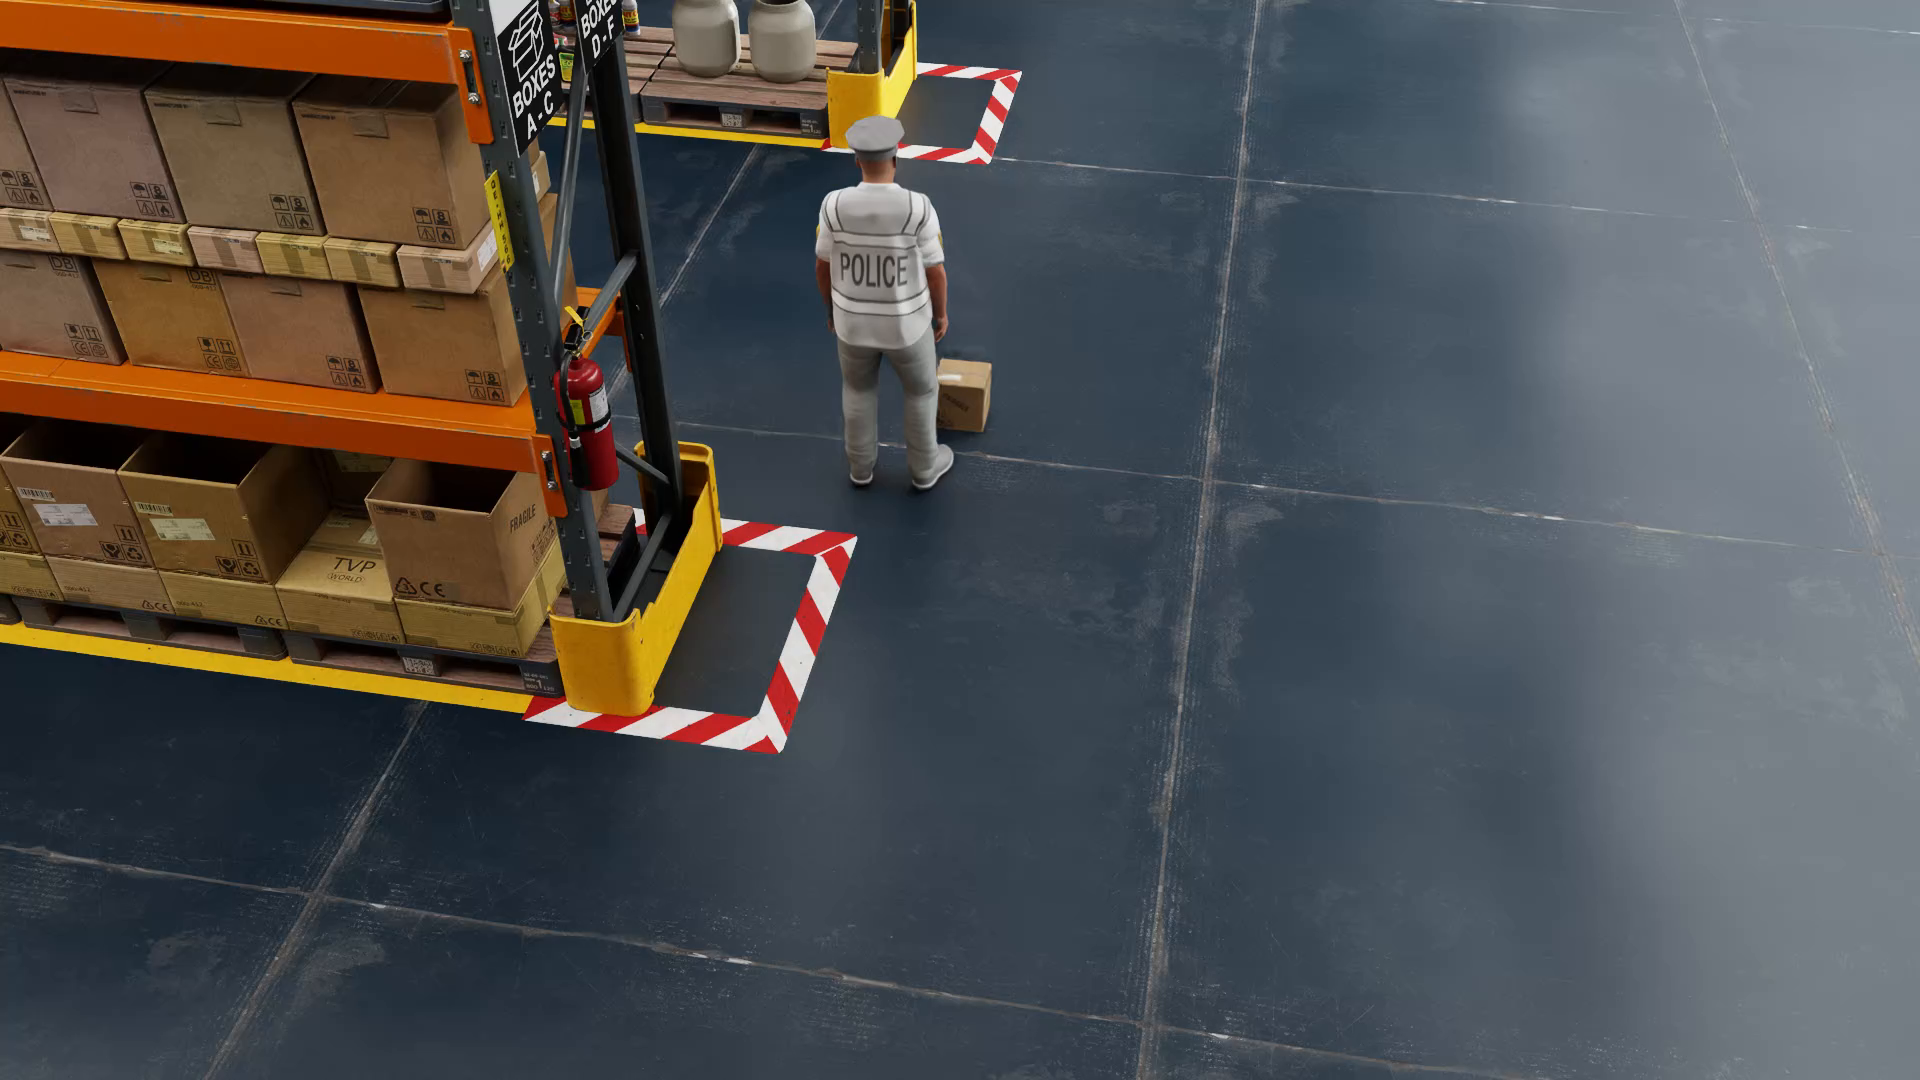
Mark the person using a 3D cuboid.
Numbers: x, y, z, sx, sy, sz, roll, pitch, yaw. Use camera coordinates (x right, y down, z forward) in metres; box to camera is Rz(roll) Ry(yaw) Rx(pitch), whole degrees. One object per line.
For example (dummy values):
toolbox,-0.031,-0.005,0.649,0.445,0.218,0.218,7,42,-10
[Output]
person,-0.331,-0.982,7.310,0.594,1.748,0.434,6,41,7
